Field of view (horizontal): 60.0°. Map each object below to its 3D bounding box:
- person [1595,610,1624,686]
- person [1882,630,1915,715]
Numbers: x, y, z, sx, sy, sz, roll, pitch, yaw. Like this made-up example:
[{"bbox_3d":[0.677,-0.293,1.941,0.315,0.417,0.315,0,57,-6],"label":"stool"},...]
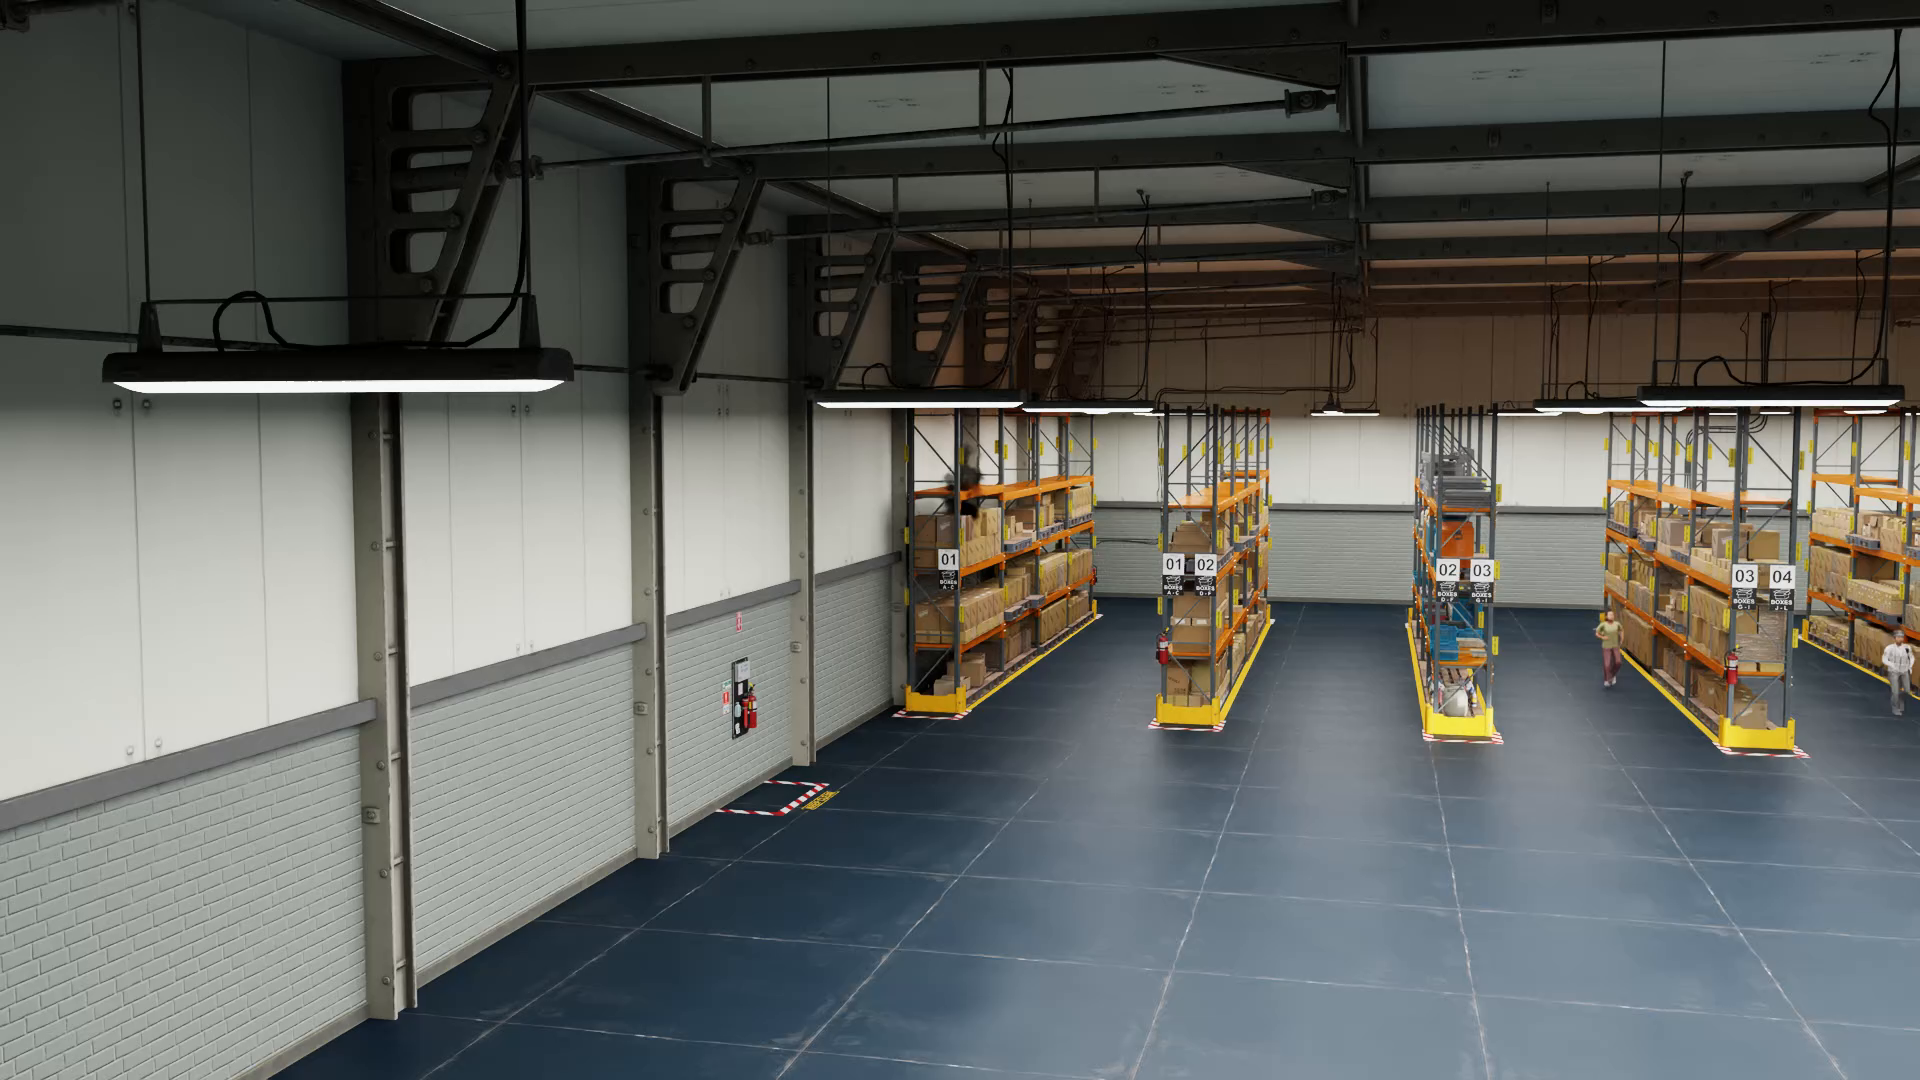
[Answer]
[{"bbox_3d":[13.877,2.308,35.480,0.628,1.641,0.551,0,4,7],"label":"person"},{"bbox_3d":[18.106,2.556,32.041,0.585,1.653,0.528,1,4,15],"label":"person"}]
